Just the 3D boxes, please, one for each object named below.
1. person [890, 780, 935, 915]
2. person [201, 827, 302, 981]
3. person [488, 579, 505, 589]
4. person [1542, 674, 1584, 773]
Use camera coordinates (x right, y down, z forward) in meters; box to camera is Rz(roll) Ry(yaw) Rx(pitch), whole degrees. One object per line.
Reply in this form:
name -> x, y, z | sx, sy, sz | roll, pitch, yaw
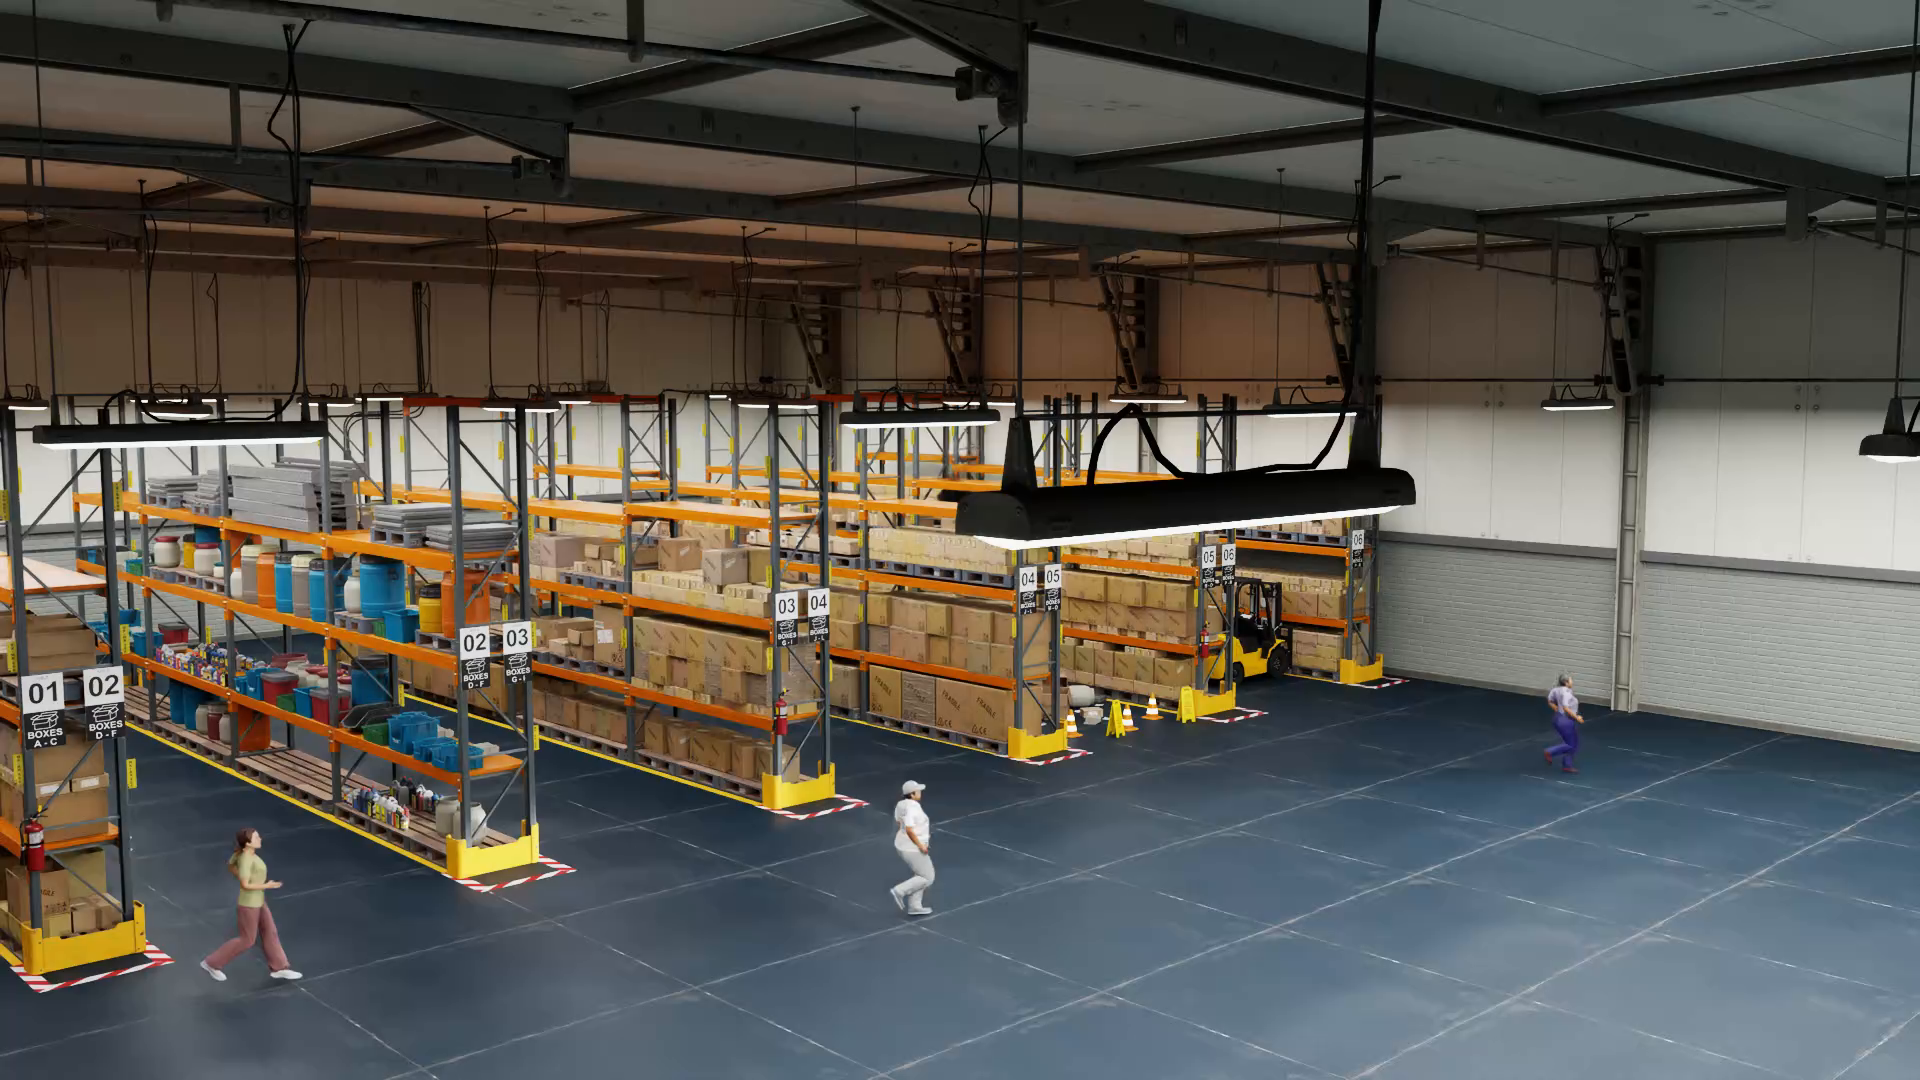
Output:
person -> -0.590, 3.634, 19.583 | 0.566, 1.620, 0.622 | -2, 6, -23
person -> -7.402, 3.813, 17.315 | 0.964, 1.673, 0.595 | -2, 6, -18
person -> -11.165, 1.681, 39.385 | 0.824, 1.771, 0.941 | 1, 6, 6
person -> 9.682, 2.964, 26.774 | 0.685, 1.612, 0.608 | 0, 6, -4
